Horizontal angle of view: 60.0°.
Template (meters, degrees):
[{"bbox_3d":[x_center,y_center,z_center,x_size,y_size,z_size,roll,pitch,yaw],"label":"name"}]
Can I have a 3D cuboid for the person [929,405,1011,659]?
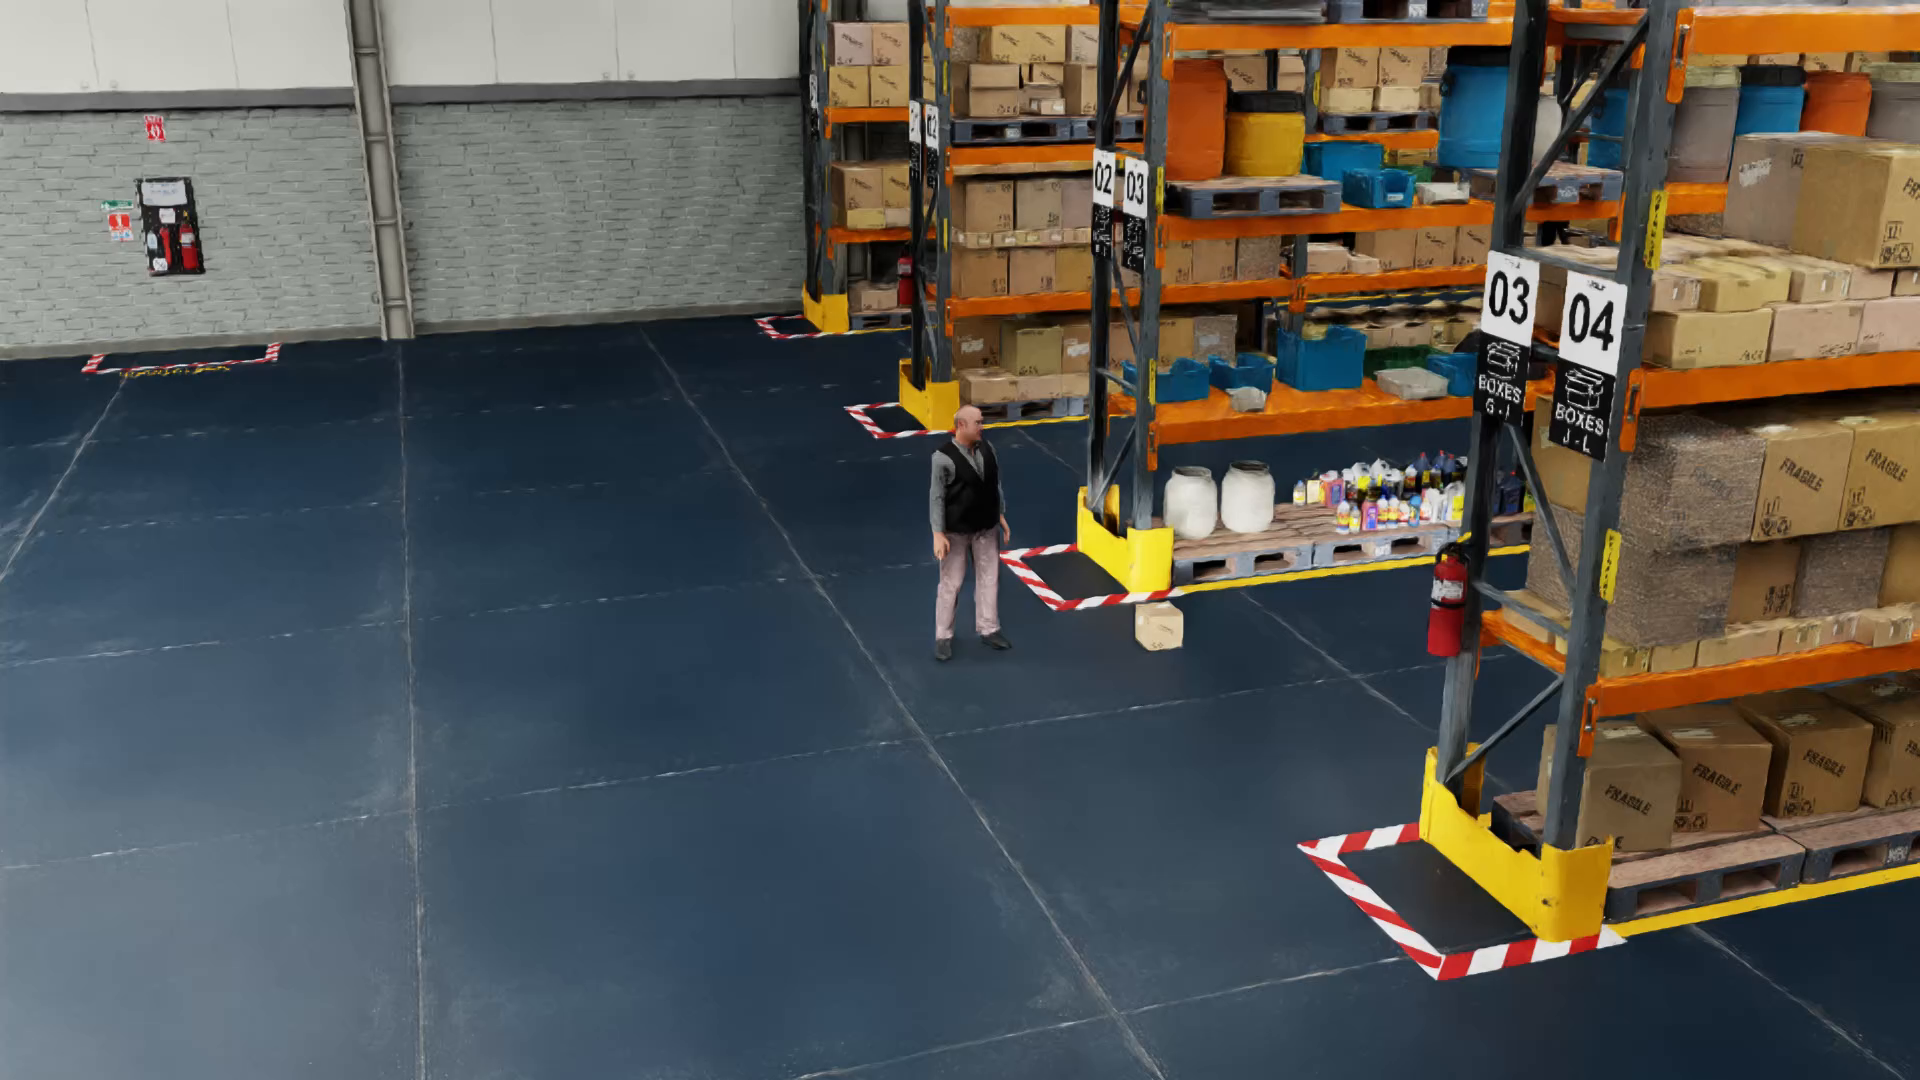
[{"bbox_3d":[0.079,-0.056,11.182,0.588,1.730,0.470,-14,23,-34],"label":"person"}]
